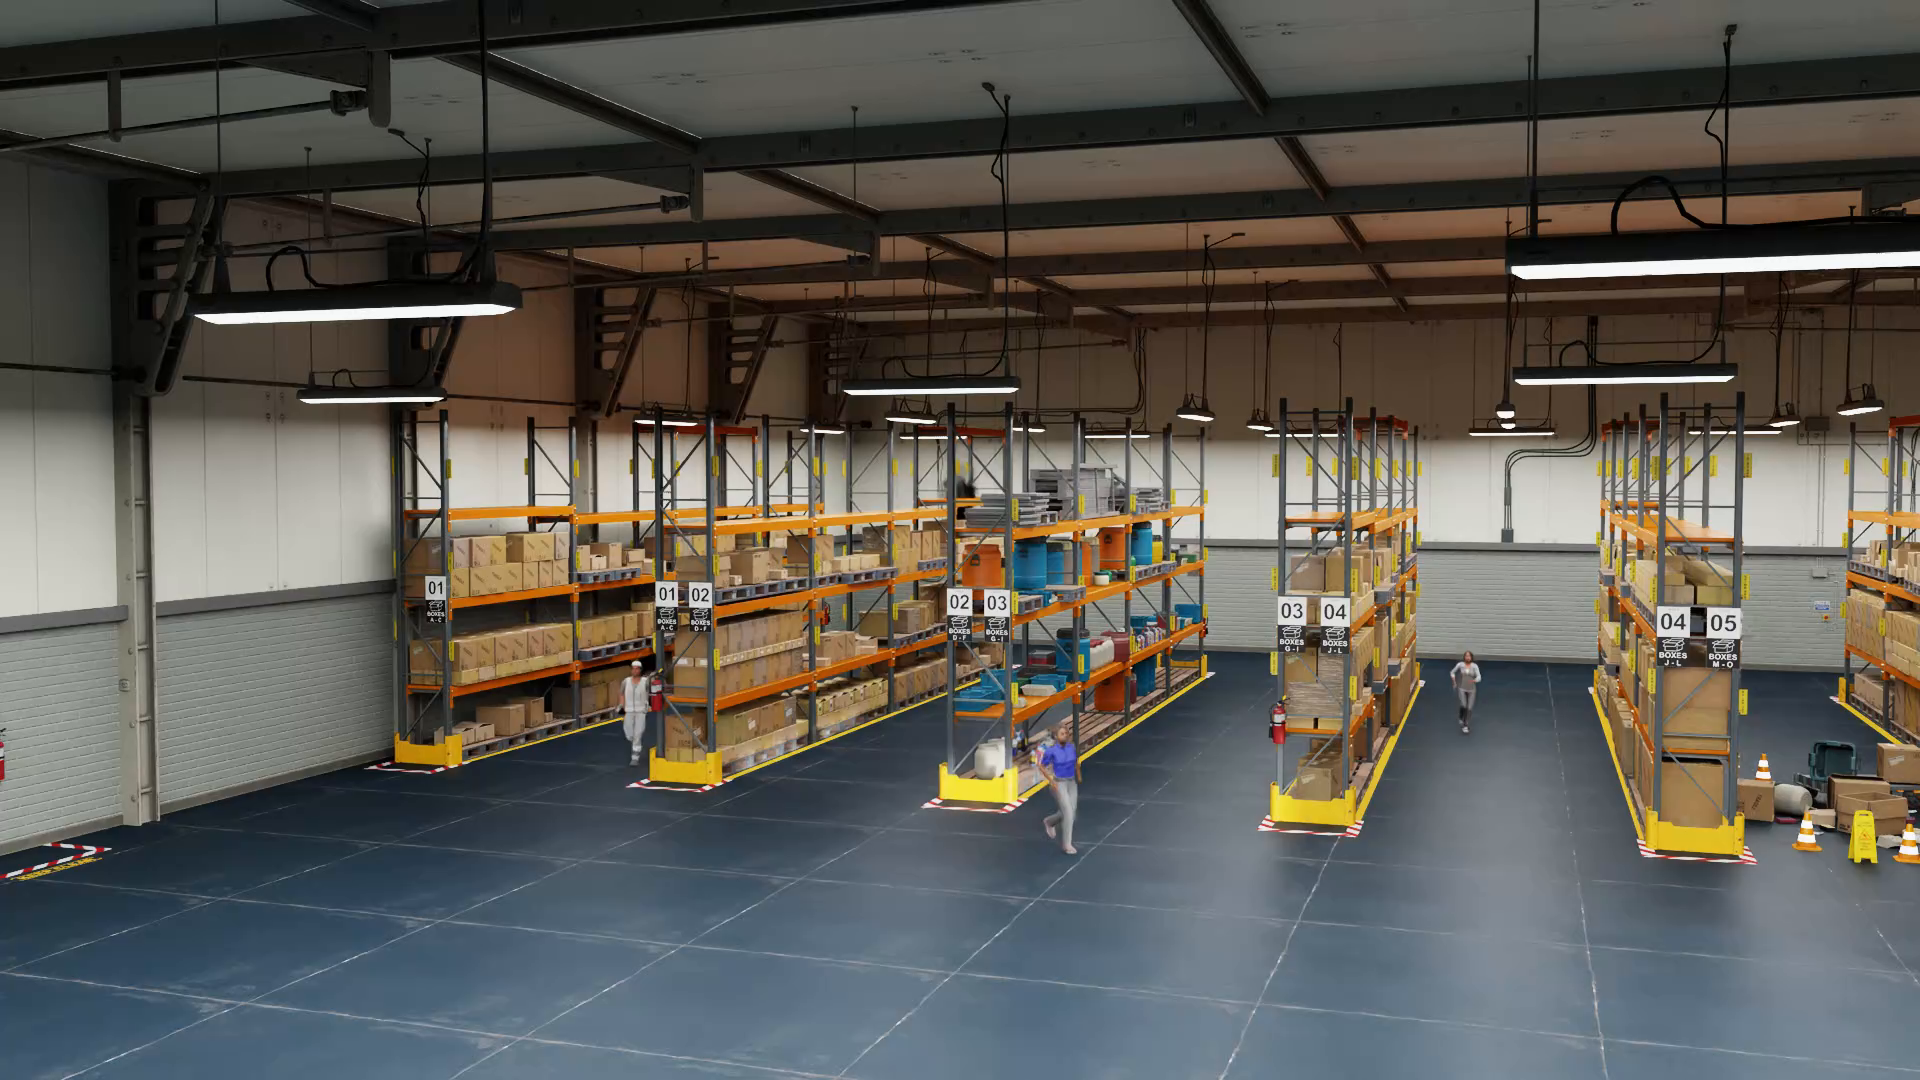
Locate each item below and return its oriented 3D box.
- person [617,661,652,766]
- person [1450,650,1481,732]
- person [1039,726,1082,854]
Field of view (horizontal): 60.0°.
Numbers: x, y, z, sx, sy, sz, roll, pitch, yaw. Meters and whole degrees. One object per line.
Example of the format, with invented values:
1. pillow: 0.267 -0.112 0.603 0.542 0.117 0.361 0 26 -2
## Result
1. person: -5.472 2.921 28.223 0.655 1.750 0.718 0 2 2
2. person: 9.566 2.866 31.411 0.532 1.559 0.555 0 2 9
3. person: 1.343 3.261 21.872 0.576 1.644 0.636 -2 3 -32
